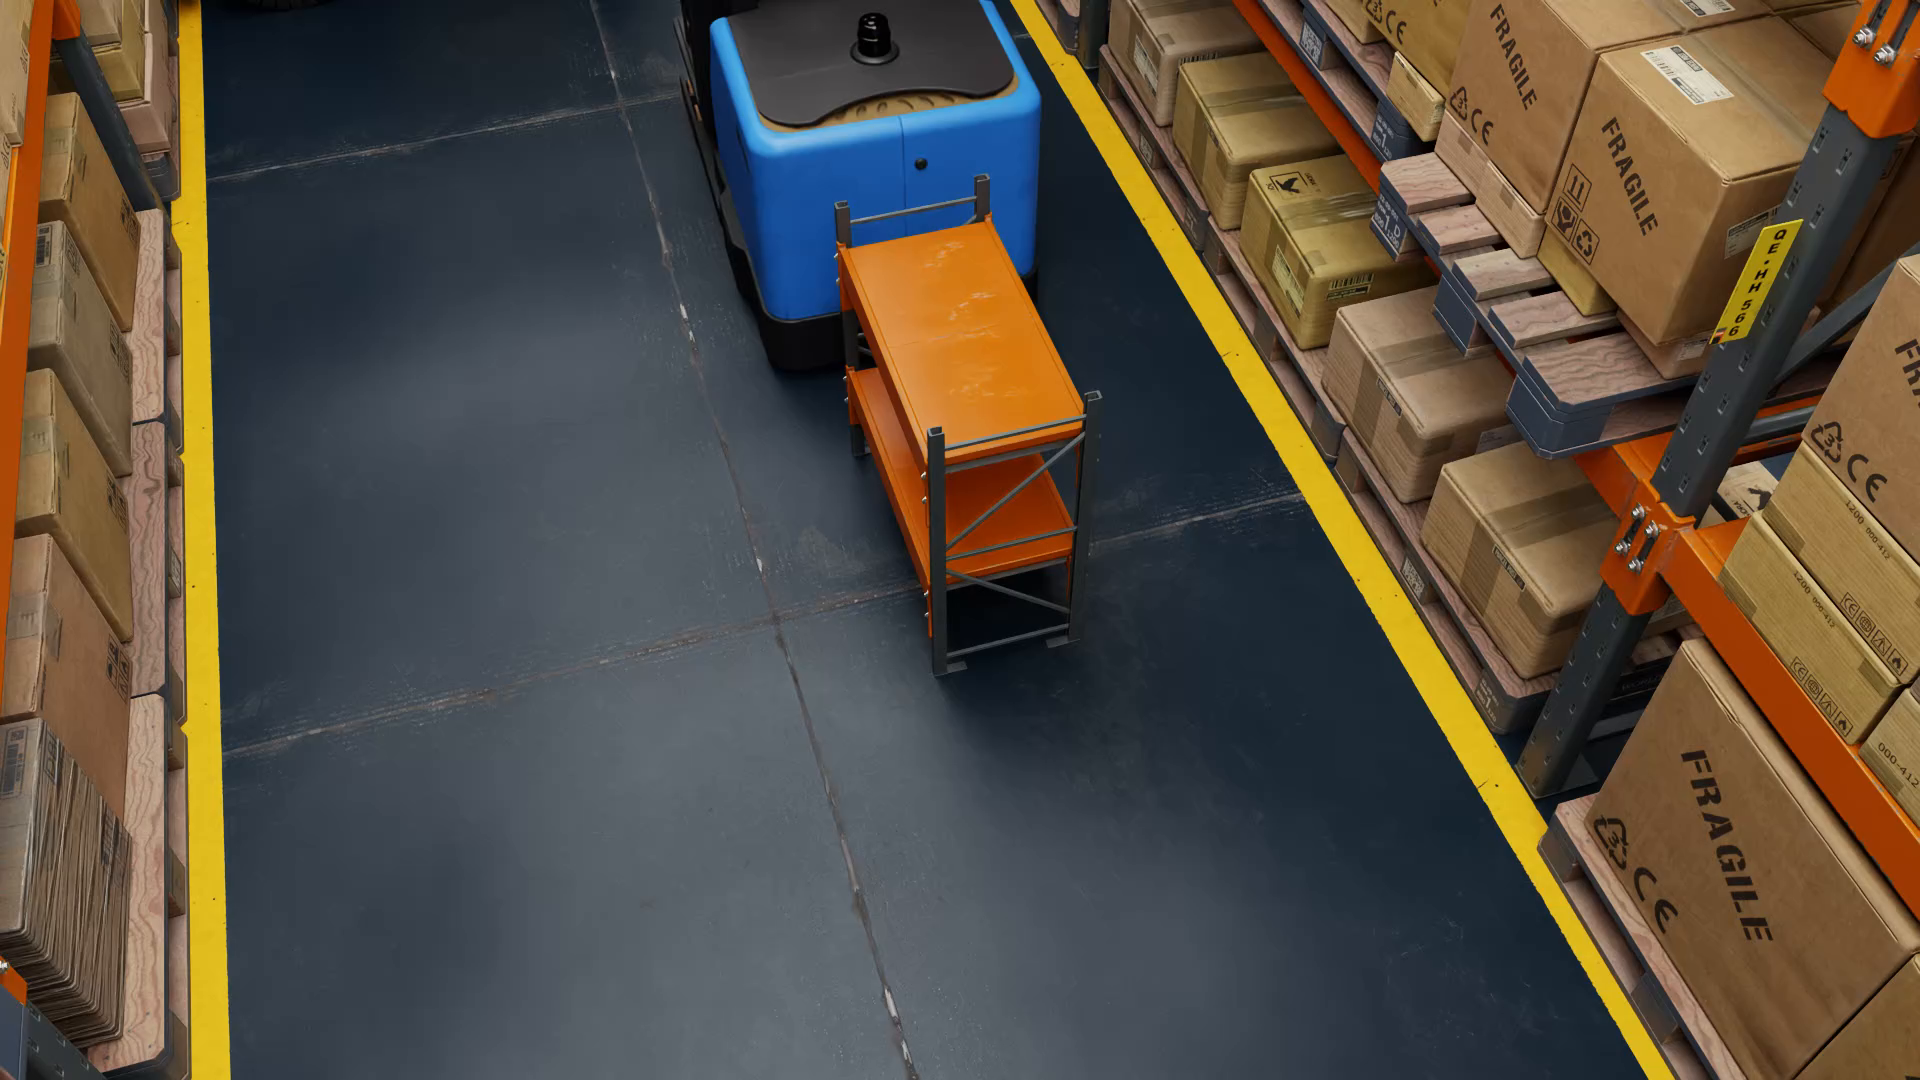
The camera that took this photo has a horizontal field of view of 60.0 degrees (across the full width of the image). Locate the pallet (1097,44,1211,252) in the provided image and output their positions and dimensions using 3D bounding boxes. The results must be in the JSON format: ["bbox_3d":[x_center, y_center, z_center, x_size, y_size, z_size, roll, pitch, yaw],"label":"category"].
[{"bbox_3d":[1.260,-1.781,7.114,1.003,0.211,1.213,-13,51,-11],"label":"pallet"}]

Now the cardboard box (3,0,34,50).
[{"bbox_3d":[-3.314,-1.766,5.375,0.500,0.250,0.500,-12,51,-10],"label":"cardboard box"}]

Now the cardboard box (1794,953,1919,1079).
[{"bbox_3d":[2.596,1.398,3.725,0.875,0.875,0.875,-13,51,-11],"label":"cardboard box"}]

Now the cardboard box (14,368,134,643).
[{"bbox_3d":[-3.101,0.002,5.065,0.875,0.625,0.625,-15,52,-12],"label":"cardboard box"}]

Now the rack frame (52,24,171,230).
[{"bbox_3d":[-3.713,-2.124,5.578,1.000,3.000,0.127,-13,51,-11],"label":"rack frame"}]

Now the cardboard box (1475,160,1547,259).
[{"bbox_3d":[1.624,-0.921,4.454,0.380,0.149,0.250,-14,51,-11],"label":"cardboard box"}]

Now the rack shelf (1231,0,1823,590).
[{"bbox_3d":[1.619,-1.556,5.570,1.077,0.370,4.000,-13,51,-11],"label":"rack shelf"}]

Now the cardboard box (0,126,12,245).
[{"bbox_3d":[-3.042,-1.031,4.755,0.500,0.250,0.500,-13,51,-11],"label":"cardboard box"}]

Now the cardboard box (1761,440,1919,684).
[{"bbox_3d":[2.125,-0.014,3.571,0.500,0.250,0.500,-14,51,-11],"label":"cardboard box"}]

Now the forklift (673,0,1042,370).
[{"bbox_3d":[-0.594,-2.734,6.138,1.130,2.935,3.031,-12,51,-10],"label":"forklift"}]

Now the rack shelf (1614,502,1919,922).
[{"bbox_3d":[2.802,1.366,3.107,1.077,0.370,4.000,-13,51,-11],"label":"rack shelf"}]

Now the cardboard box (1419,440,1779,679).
[{"bbox_3d":[2.053,-0.030,5.258,0.950,0.372,0.625,-16,52,-13],"label":"cardboard box"}]

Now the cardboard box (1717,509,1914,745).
[{"bbox_3d":[2.115,0.136,3.772,0.500,0.250,0.500,-14,51,-12],"label":"cardboard box"}]

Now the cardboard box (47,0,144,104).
[{"bbox_3d":[-3.561,-1.957,6.635,0.500,0.250,0.500,-14,51,-11],"label":"cardboard box"}]

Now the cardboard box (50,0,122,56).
[{"bbox_3d":[-3.556,-2.119,6.444,0.500,0.250,0.500,-14,51,-12],"label":"cardboard box"}]

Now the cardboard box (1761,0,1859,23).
[{"bbox_3d":[2.138,-1.351,4.392,0.500,0.500,0.500,-11,51,-9],"label":"cardboard box"}]

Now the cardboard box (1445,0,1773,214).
[{"bbox_3d":[1.648,-1.235,4.294,0.500,0.500,0.500,-14,51,-12],"label":"cardboard box"}]

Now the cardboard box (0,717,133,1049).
[{"bbox_3d":[-2.701,0.969,4.249,0.875,0.625,0.625,-12,51,-10],"label":"cardboard box"}]

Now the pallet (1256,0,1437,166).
[{"bbox_3d":[1.586,-1.702,5.348,1.003,0.211,1.213,-13,51,-11],"label":"pallet"}]

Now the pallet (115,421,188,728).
[{"bbox_3d":[-3.093,0.197,5.446,1.003,0.211,1.213,-13,51,-11],"label":"pallet"}]

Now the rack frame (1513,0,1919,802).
[{"bbox_3d":[2.211,-0.327,4.064,1.000,3.000,0.127,-13,51,-11],"label":"rack frame"}]

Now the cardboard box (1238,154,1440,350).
[{"bbox_3d":[1.609,-1.123,6.179,0.950,0.372,0.625,-12,51,-10],"label":"cardboard box"}]

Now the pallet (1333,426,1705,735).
[{"bbox_3d":[1.981,0.001,5.611,1.003,0.211,1.213,-13,51,-11],"label":"pallet"}]

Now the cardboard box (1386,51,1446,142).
[{"bbox_3d":[1.462,-1.305,4.777,0.380,0.149,0.250,-13,51,-10],"label":"cardboard box"}]

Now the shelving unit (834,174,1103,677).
[{"bbox_3d":[0.002,-0.358,5.316,0.538,1.125,1.048,-13,51,-11],"label":"shelving unit"}]

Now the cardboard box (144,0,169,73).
[{"bbox_3d":[-3.704,-2.168,7.140,0.500,0.250,0.500,-14,51,-12],"label":"cardboard box"}]

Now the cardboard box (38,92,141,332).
[{"bbox_3d":[-3.548,-1.115,6.007,0.875,0.625,0.625,-11,51,-9],"label":"cardboard box"}]

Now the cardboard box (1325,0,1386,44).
[{"bbox_3d":[1.355,-1.681,5.095,0.380,0.149,0.250,-15,51,-12],"label":"cardboard box"}]

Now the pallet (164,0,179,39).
[{"bbox_3d":[-4.272,-2.708,7.895,1.003,0.211,1.213,-13,51,-11],"label":"pallet"}]

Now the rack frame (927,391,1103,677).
[{"bbox_3d":[0.152,0.014,5.003,0.500,1.125,0.032,-13,51,-11],"label":"rack frame"}]

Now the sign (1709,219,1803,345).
[{"bbox_3d":[1.695,-0.545,3.542,0.100,0.325,0.005,-13,51,-11],"label":"sign"}]

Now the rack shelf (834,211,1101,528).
[{"bbox_3d":[0.002,-0.546,5.092,0.538,0.278,1.000,-13,51,-11],"label":"rack shelf"}]

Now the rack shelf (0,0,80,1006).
[{"bbox_3d":[-3.121,-0.431,4.622,1.077,0.370,4.000,-13,51,-11],"label":"rack shelf"}]

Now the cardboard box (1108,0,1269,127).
[{"bbox_3d":[1.186,-2.154,7.048,0.950,0.372,0.625,-13,51,-11],"label":"cardboard box"}]

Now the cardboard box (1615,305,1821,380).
[{"bbox_3d":[1.889,-0.568,4.156,0.380,0.149,0.250,-12,51,-10],"label":"cardboard box"}]

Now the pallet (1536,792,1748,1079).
[{"bbox_3d":[2.372,1.165,4.630,1.003,0.211,1.213,-13,51,-11],"label":"pallet"}]
